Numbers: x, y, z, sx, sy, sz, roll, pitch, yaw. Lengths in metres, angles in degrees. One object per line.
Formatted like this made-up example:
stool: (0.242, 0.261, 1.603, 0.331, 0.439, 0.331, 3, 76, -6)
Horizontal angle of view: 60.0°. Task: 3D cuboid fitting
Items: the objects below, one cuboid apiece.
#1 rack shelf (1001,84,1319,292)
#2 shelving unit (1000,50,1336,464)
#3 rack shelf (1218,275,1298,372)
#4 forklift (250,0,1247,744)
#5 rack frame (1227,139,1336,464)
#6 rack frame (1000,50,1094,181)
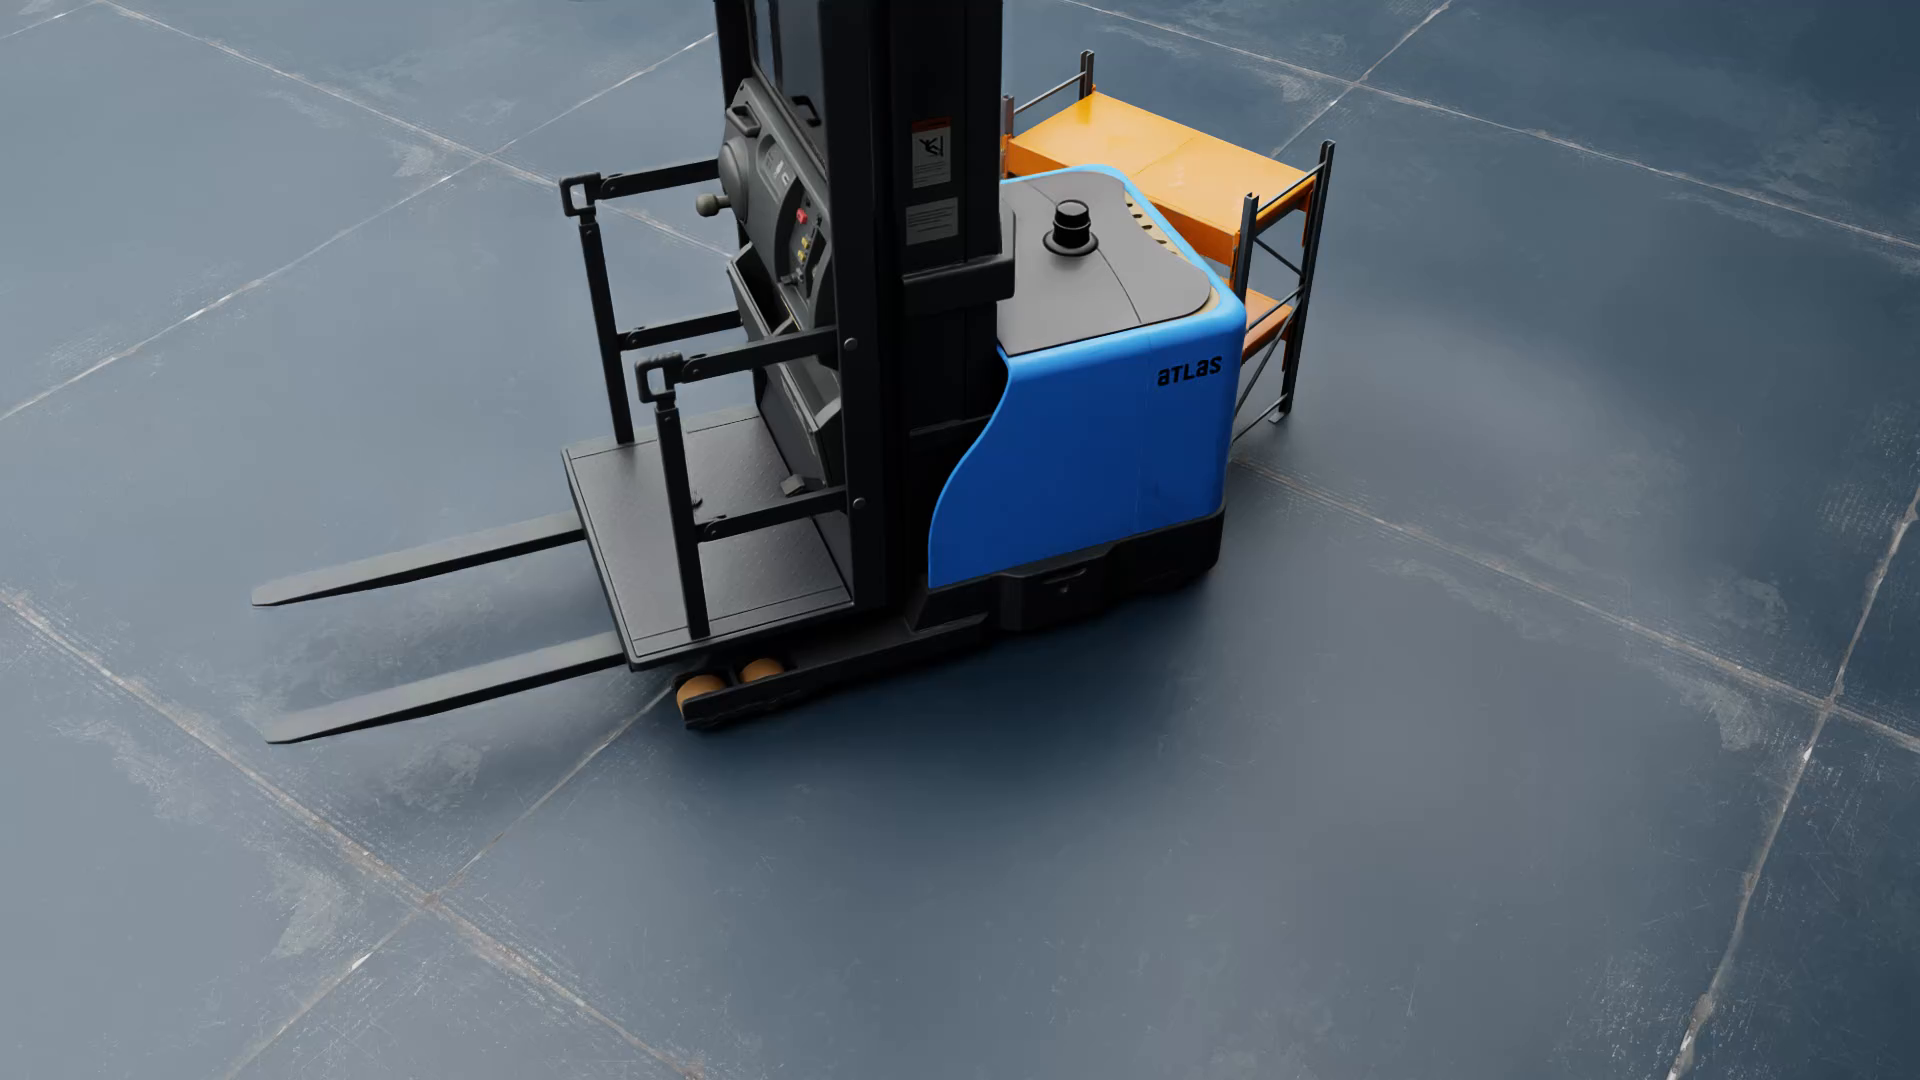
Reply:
rack shelf: (0.696, -1.233, 5.845, 1.000, 0.278, 0.538, 30, 50, 29)
shelving unit: (0.696, -1.015, 6.040, 1.048, 1.125, 0.538, 30, 50, 29)
rack shelf: (0.696, -0.832, 6.203, 1.000, 0.278, 0.538, 30, 50, 29)
forklift: (-0.699, -0.917, 4.577, 3.031, 2.935, 1.130, -14, 44, -16)
rack frame: (1.079, -0.791, 5.791, 0.032, 1.125, 0.500, 30, 50, 29)
rack frame: (0.313, -1.238, 6.290, 0.032, 1.125, 0.500, 30, 50, 29)
